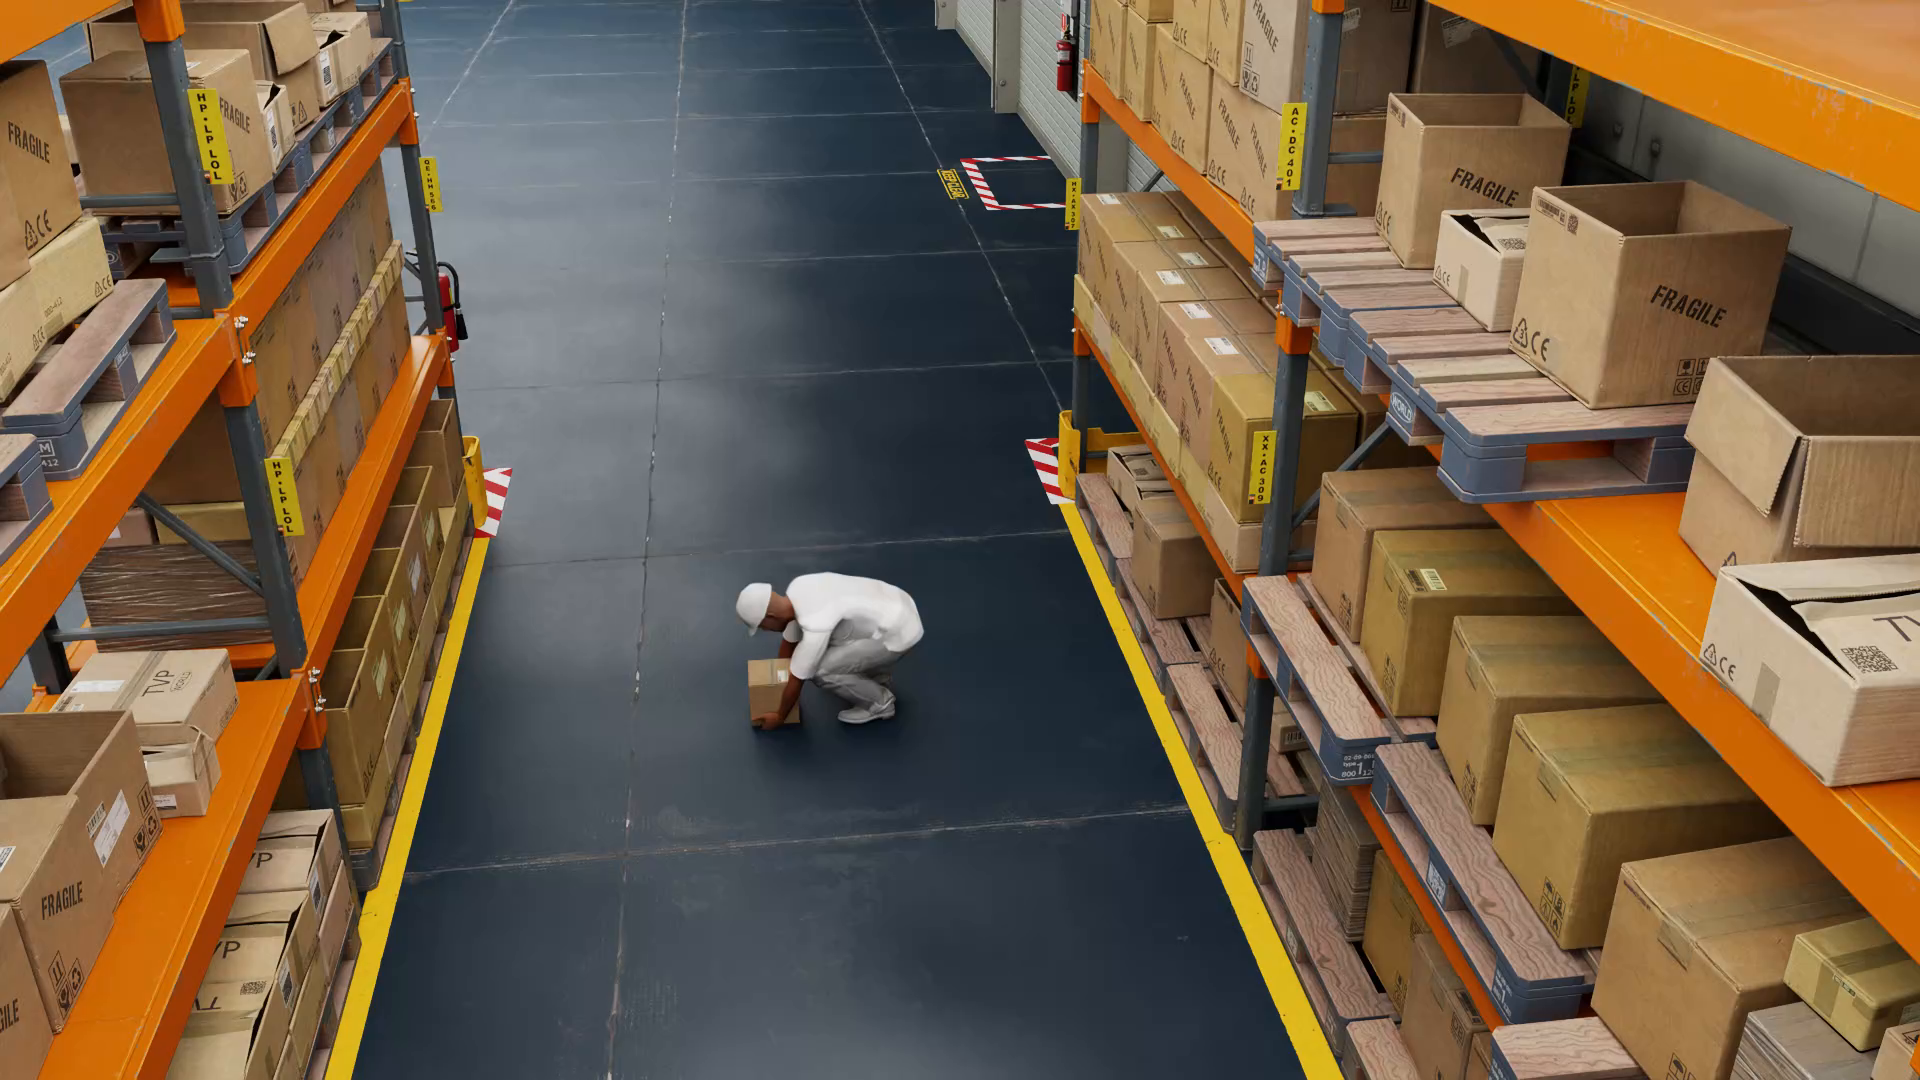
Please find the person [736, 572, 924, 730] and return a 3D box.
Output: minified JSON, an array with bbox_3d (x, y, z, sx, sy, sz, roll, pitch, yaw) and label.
[{"bbox_3d":[-0.663,0.565,8.612,0.949,0.843,0.534,-4,27,-8],"label":"person"}]
